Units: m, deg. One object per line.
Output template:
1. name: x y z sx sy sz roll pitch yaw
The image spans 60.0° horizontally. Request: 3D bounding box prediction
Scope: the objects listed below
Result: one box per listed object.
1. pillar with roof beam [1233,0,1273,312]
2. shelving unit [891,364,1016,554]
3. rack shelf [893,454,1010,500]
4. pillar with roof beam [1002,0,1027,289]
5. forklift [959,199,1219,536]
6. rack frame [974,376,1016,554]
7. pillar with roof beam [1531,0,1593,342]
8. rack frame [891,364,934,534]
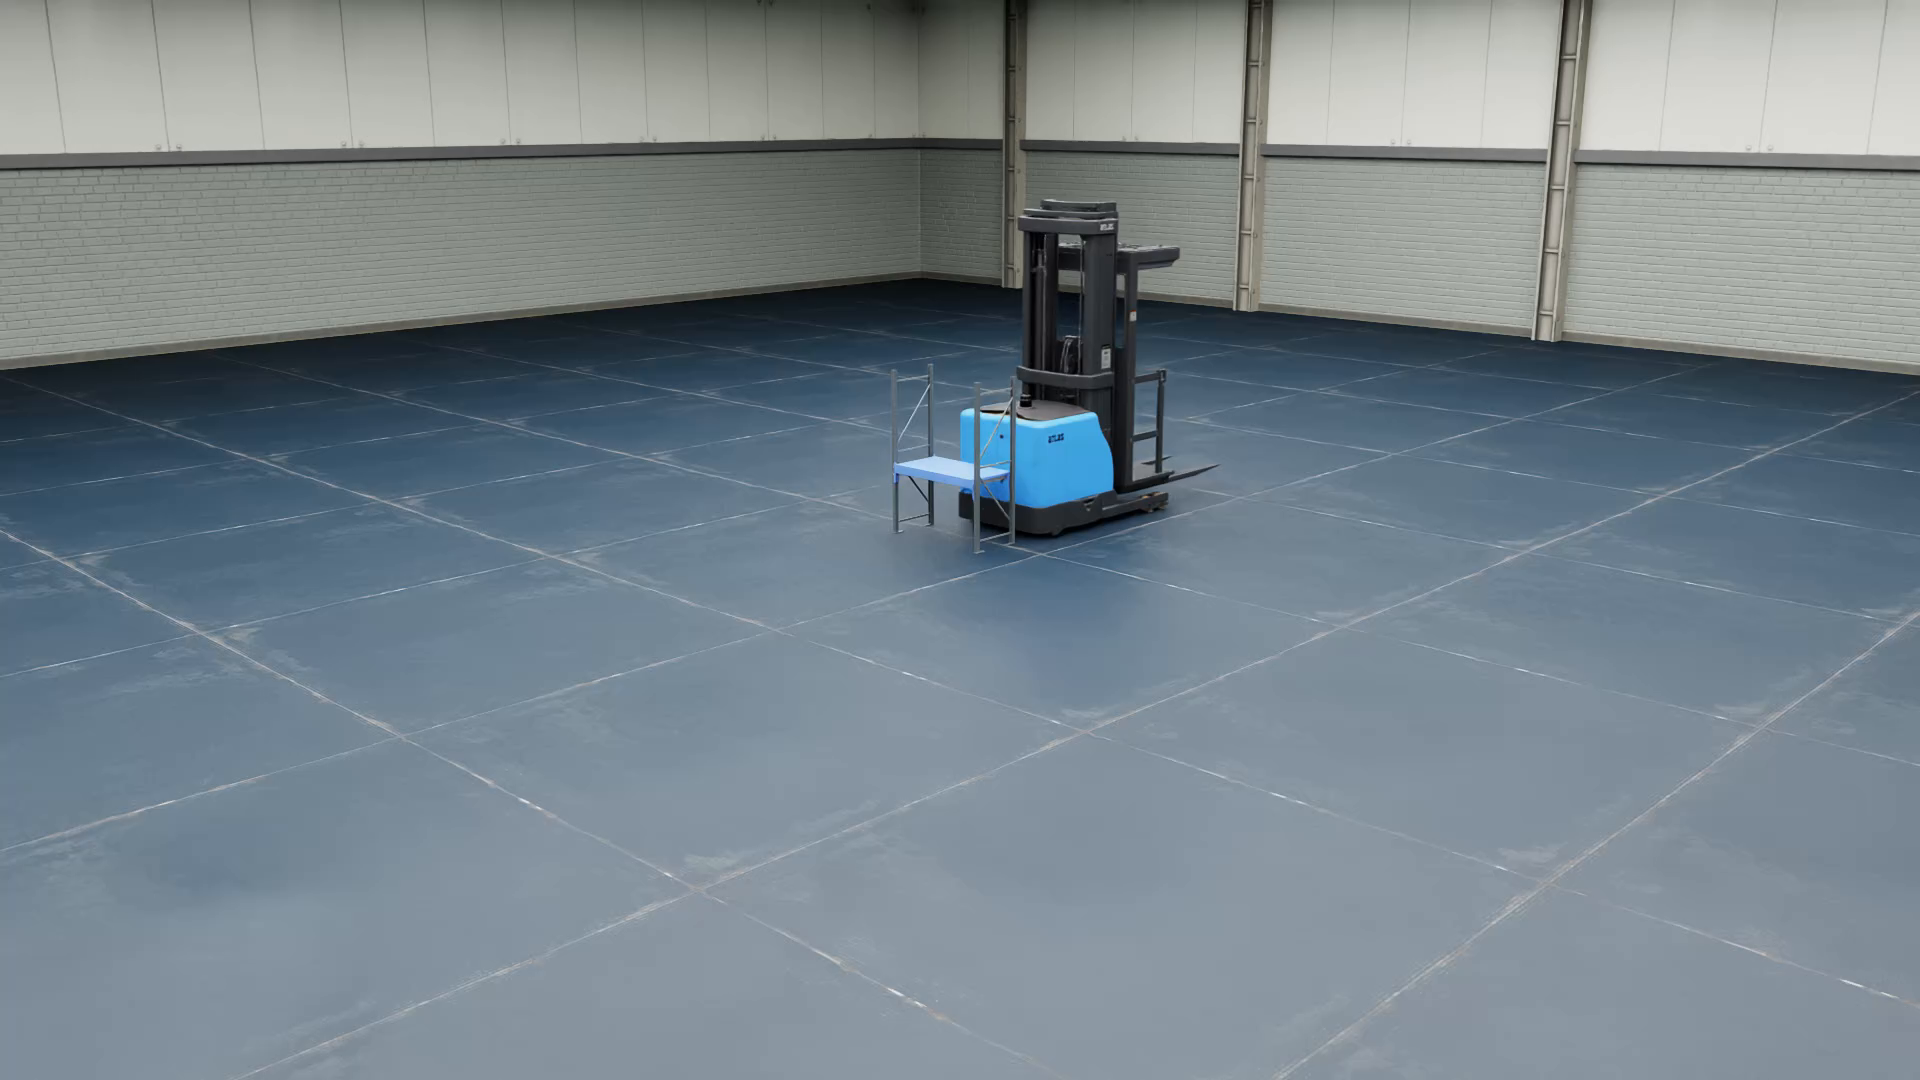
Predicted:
1. pillar with roof beam: 2.476 -7.960 27.635 0.400 9.000 9.100 14 20 42
2. shelving unit: -0.061 -0.741 14.800 1.048 1.500 0.538 14 20 42
3. rack shelf: -0.061 -0.567 14.846 1.000 0.185 0.538 14 20 42
4. pillar with roof beam: -1.843 -9.010 31.665 0.400 9.000 9.100 14 20 42
5. forklift: 1.368 -1.756 15.859 1.130 2.935 3.031 13 20 42
6. rack frame: 0.305 -0.652 14.459 0.032 1.500 0.500 14 20 42
7. pillar with roof beam: 6.795 -6.910 23.605 0.400 9.000 9.100 14 20 42
8. rack frame: -0.427 -0.830 15.142 0.032 1.500 0.500 14 20 42
